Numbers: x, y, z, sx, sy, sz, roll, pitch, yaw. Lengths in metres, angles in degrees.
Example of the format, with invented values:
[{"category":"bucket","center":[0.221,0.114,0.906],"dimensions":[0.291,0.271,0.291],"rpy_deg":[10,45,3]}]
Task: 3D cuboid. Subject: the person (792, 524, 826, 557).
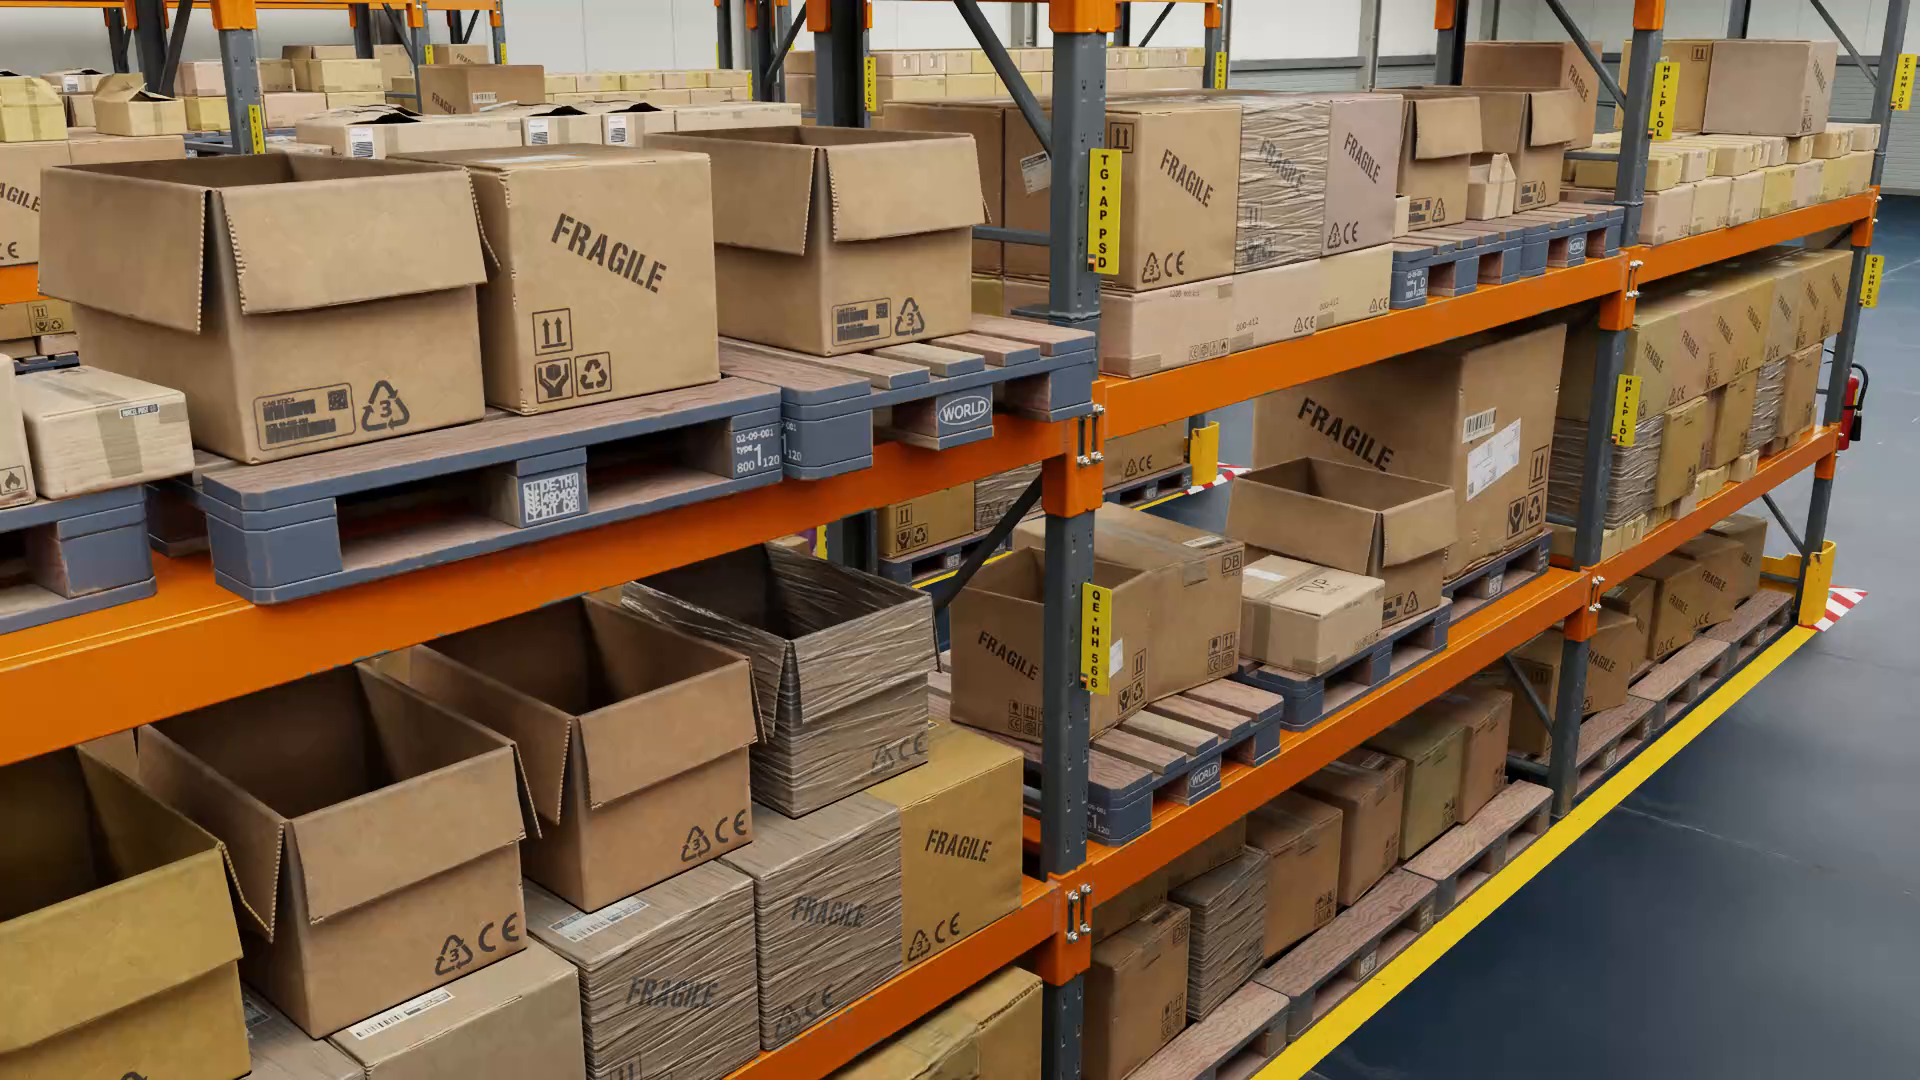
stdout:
[{"category":"person","center":[-0.876,0.198,9.408],"dimensions":[0.438,1.602,0.471],"rpy_deg":[15,22,39]}]
